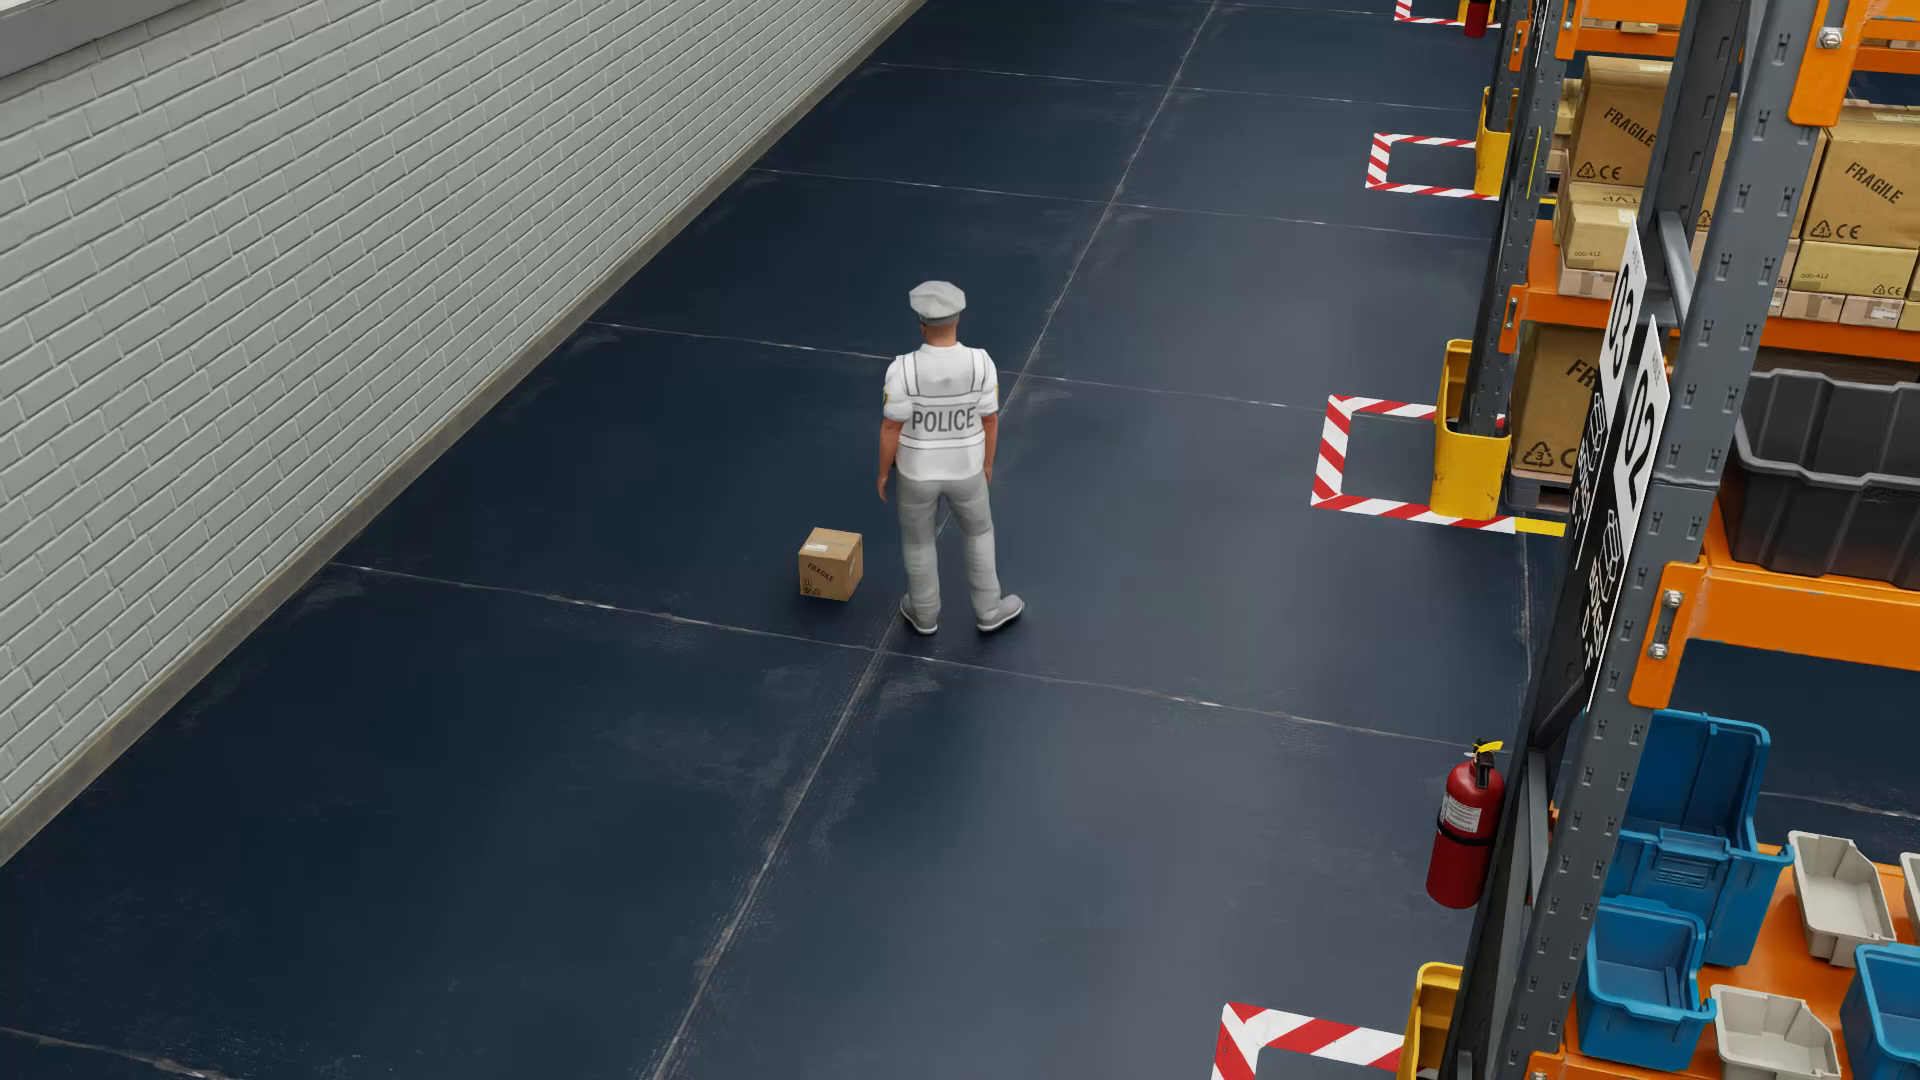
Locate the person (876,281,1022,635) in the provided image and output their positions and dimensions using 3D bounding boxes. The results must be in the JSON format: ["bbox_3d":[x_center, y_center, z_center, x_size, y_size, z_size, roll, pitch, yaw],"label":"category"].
[{"bbox_3d":[-0.039,-0.353,7.665,0.708,1.757,0.399,-6,33,-9],"label":"person"}]
